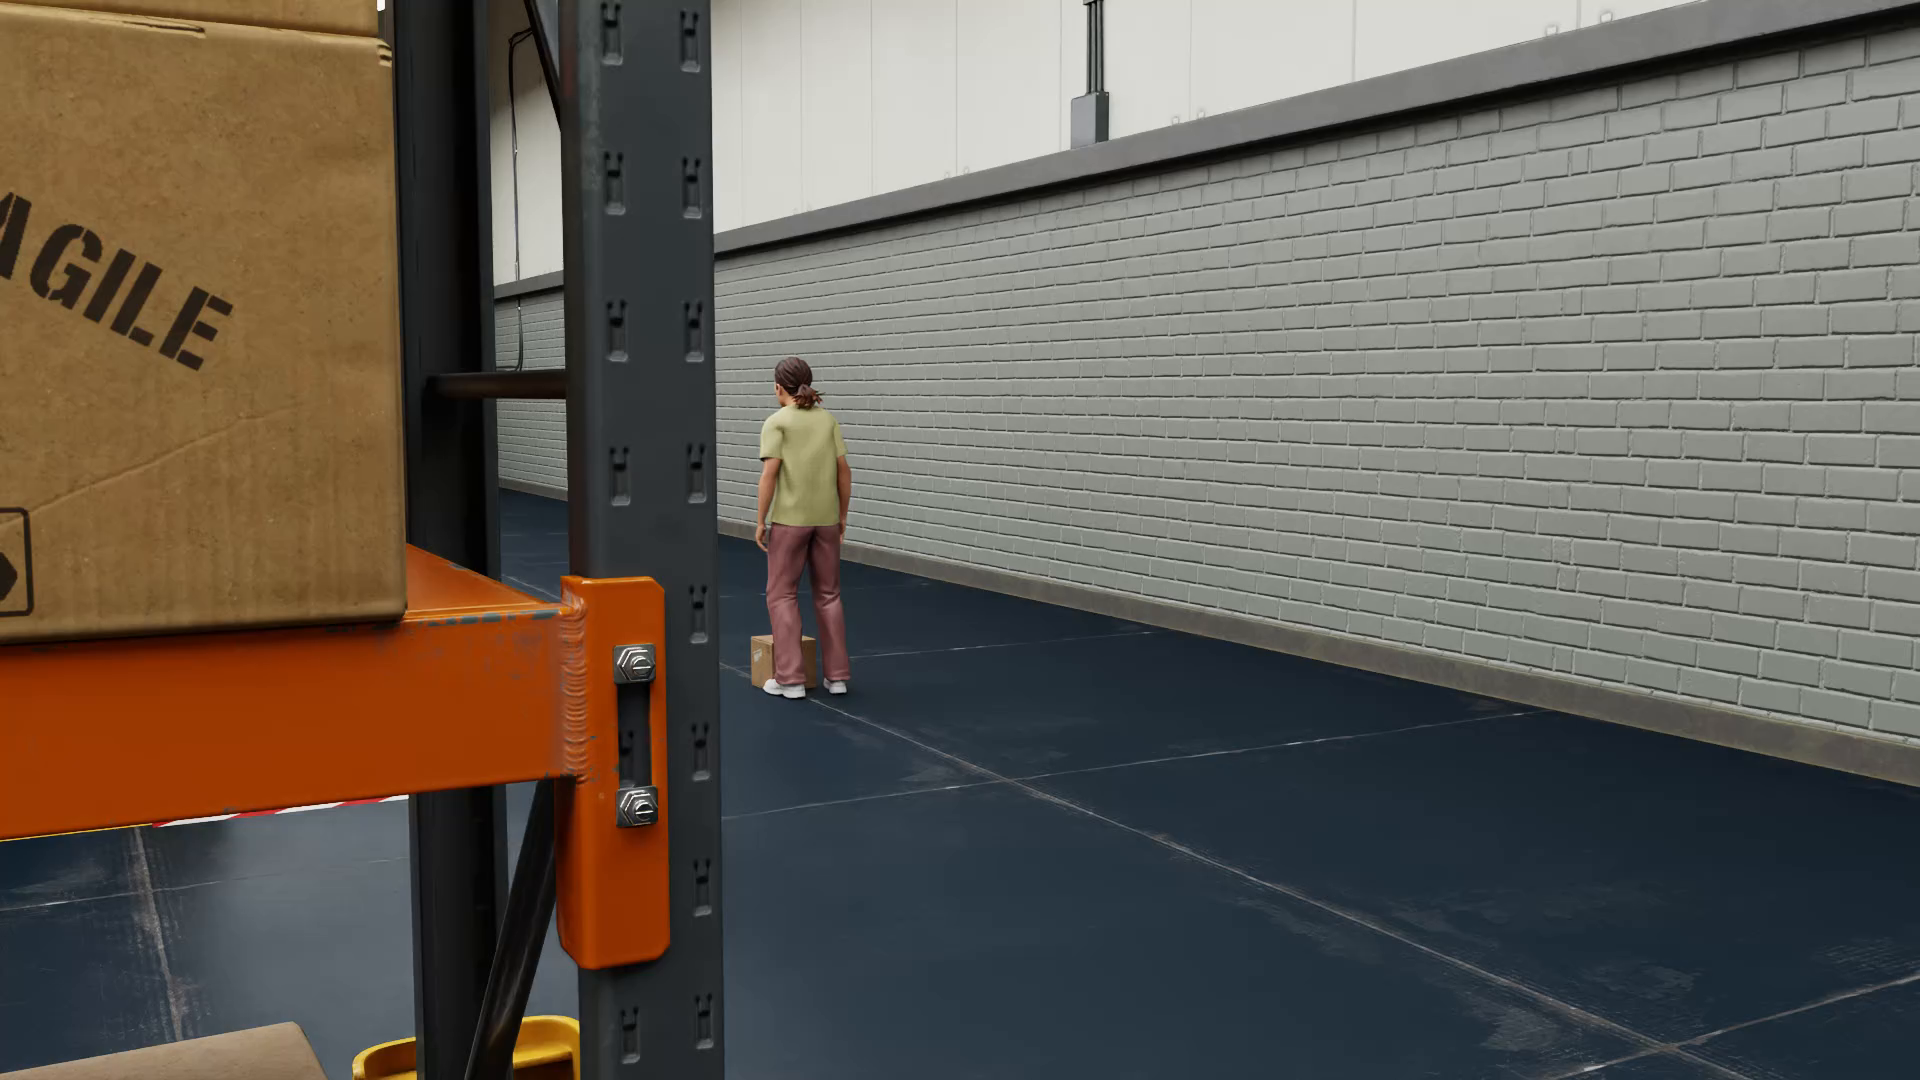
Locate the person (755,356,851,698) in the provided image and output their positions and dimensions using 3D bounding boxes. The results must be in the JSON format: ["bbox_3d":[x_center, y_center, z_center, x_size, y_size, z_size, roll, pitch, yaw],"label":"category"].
[{"bbox_3d":[-0.776,-0.066,8.204,0.521,1.672,0.356,-3,6,-32],"label":"person"}]
